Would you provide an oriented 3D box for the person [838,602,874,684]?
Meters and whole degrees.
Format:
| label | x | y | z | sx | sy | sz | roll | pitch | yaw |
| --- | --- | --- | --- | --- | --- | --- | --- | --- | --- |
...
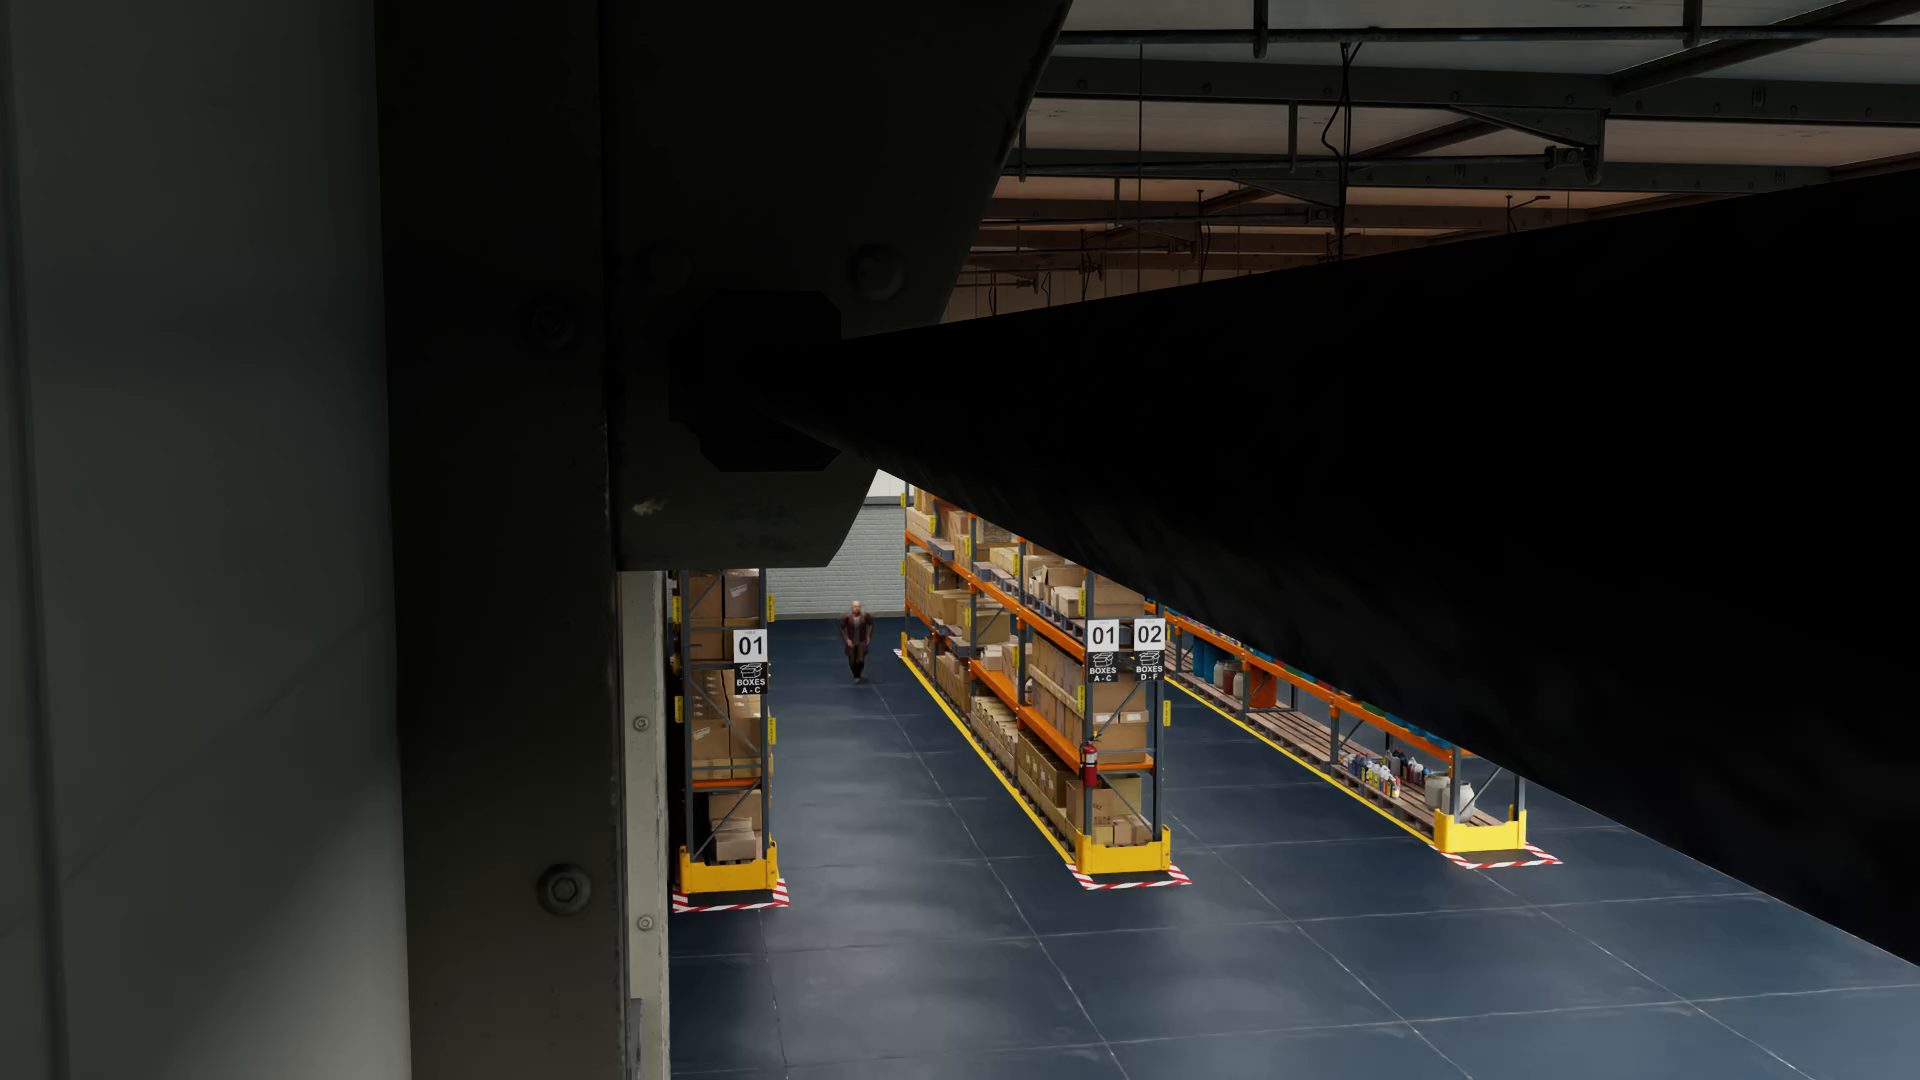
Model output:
| label | x | y | z | sx | sy | sz | roll | pitch | yaw |
| --- | --- | --- | --- | --- | --- | --- | --- | --- | --- |
| person | -2.079 | 2.050 | 33.275 | 0.708 | 1.691 | 0.676 | 0 | 6 | 1 |
